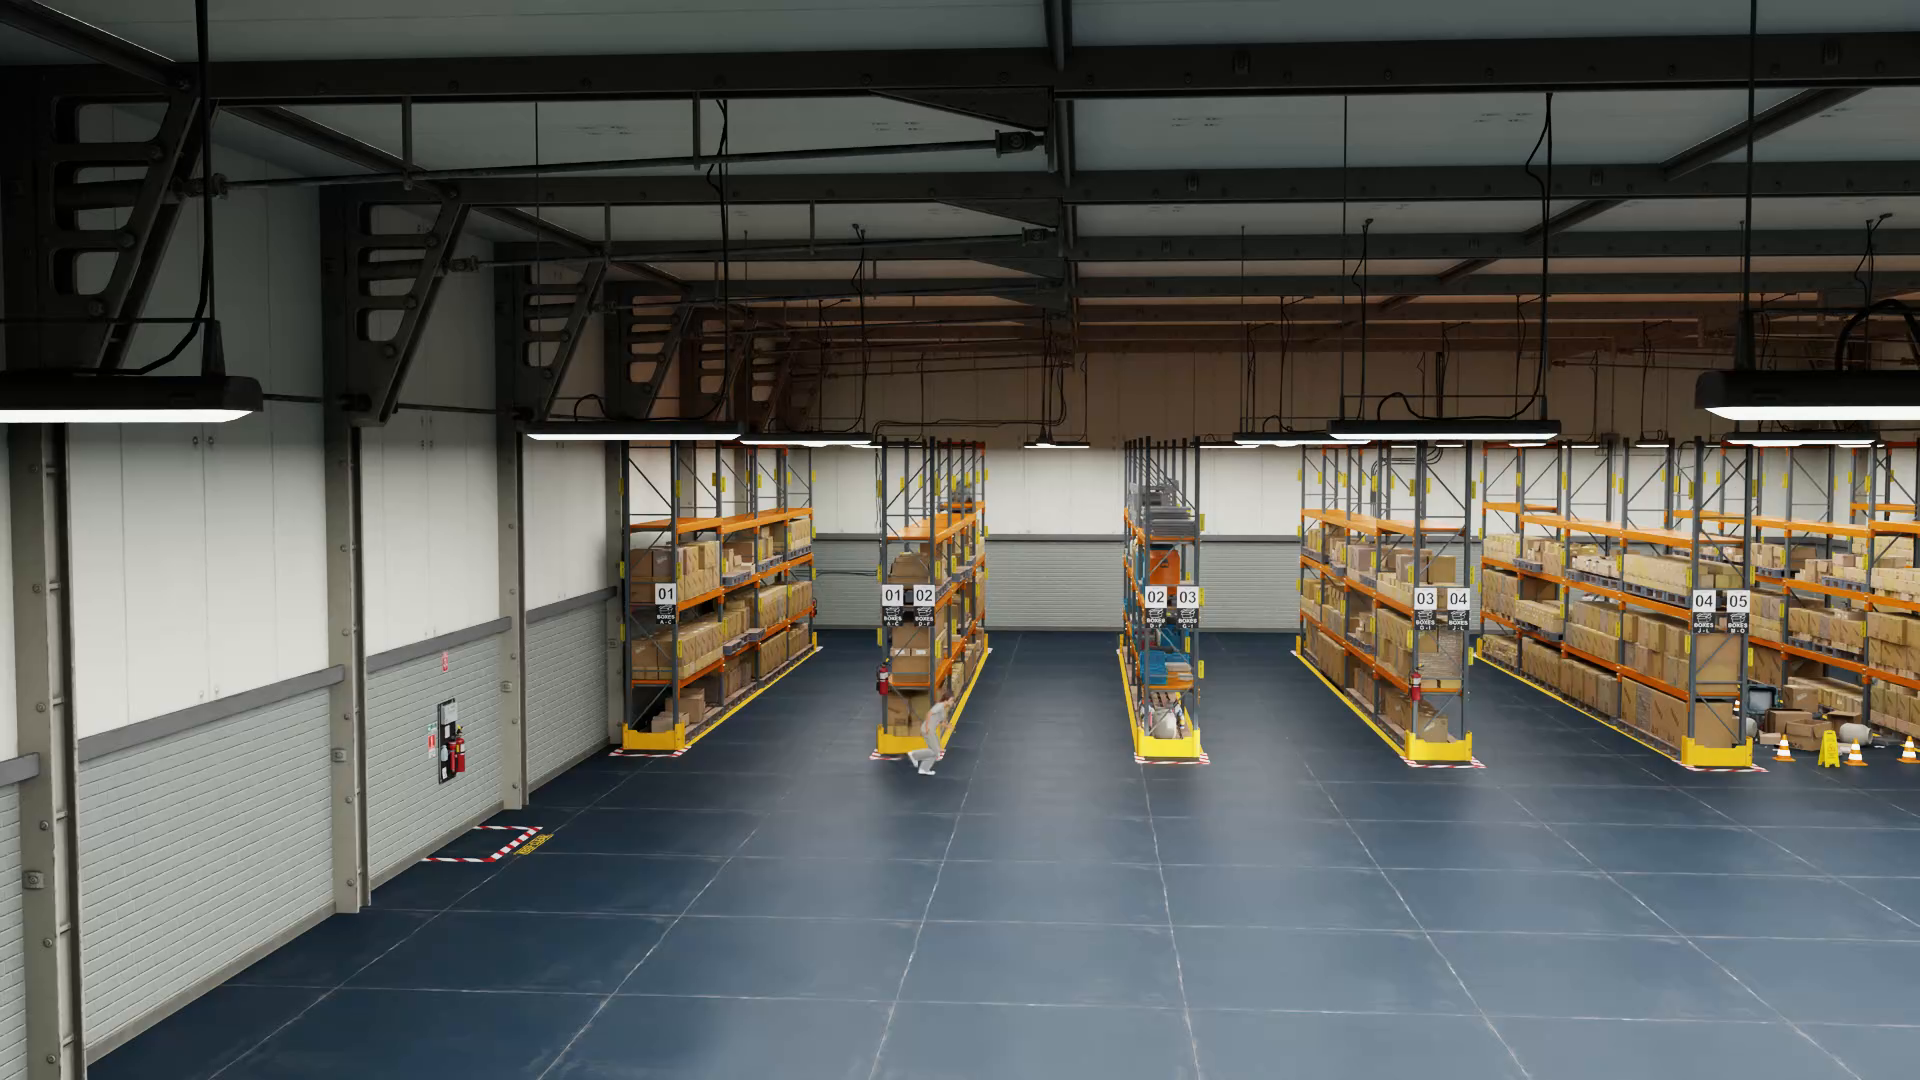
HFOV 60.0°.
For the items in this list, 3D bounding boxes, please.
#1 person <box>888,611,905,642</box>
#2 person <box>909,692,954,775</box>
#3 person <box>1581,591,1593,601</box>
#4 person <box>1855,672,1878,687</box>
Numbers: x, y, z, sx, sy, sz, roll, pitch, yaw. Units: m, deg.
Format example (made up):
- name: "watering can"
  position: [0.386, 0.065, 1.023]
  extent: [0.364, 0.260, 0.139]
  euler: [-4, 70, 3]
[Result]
- name: "person"
  position: [-1.654, 2.300, 49.446]
  extent: [1.104, 1.531, 0.679]
  euler: [2, 4, 36]
- name: "person"
  position: [-0.513, 3.419, 29.370]
  extent: [0.816, 1.487, 0.578]
  euler: [1, 3, 11]
- name: "person"
  position: [18.429, 2.244, 48.897]
  extent: [0.901, 1.713, 0.561]
  euler: [-1, 3, -25]
- name: "person"
  position: [21.141, 2.800, 38.828]
  extent: [0.609, 1.665, 0.870]
  euler: [0, 3, 2]
